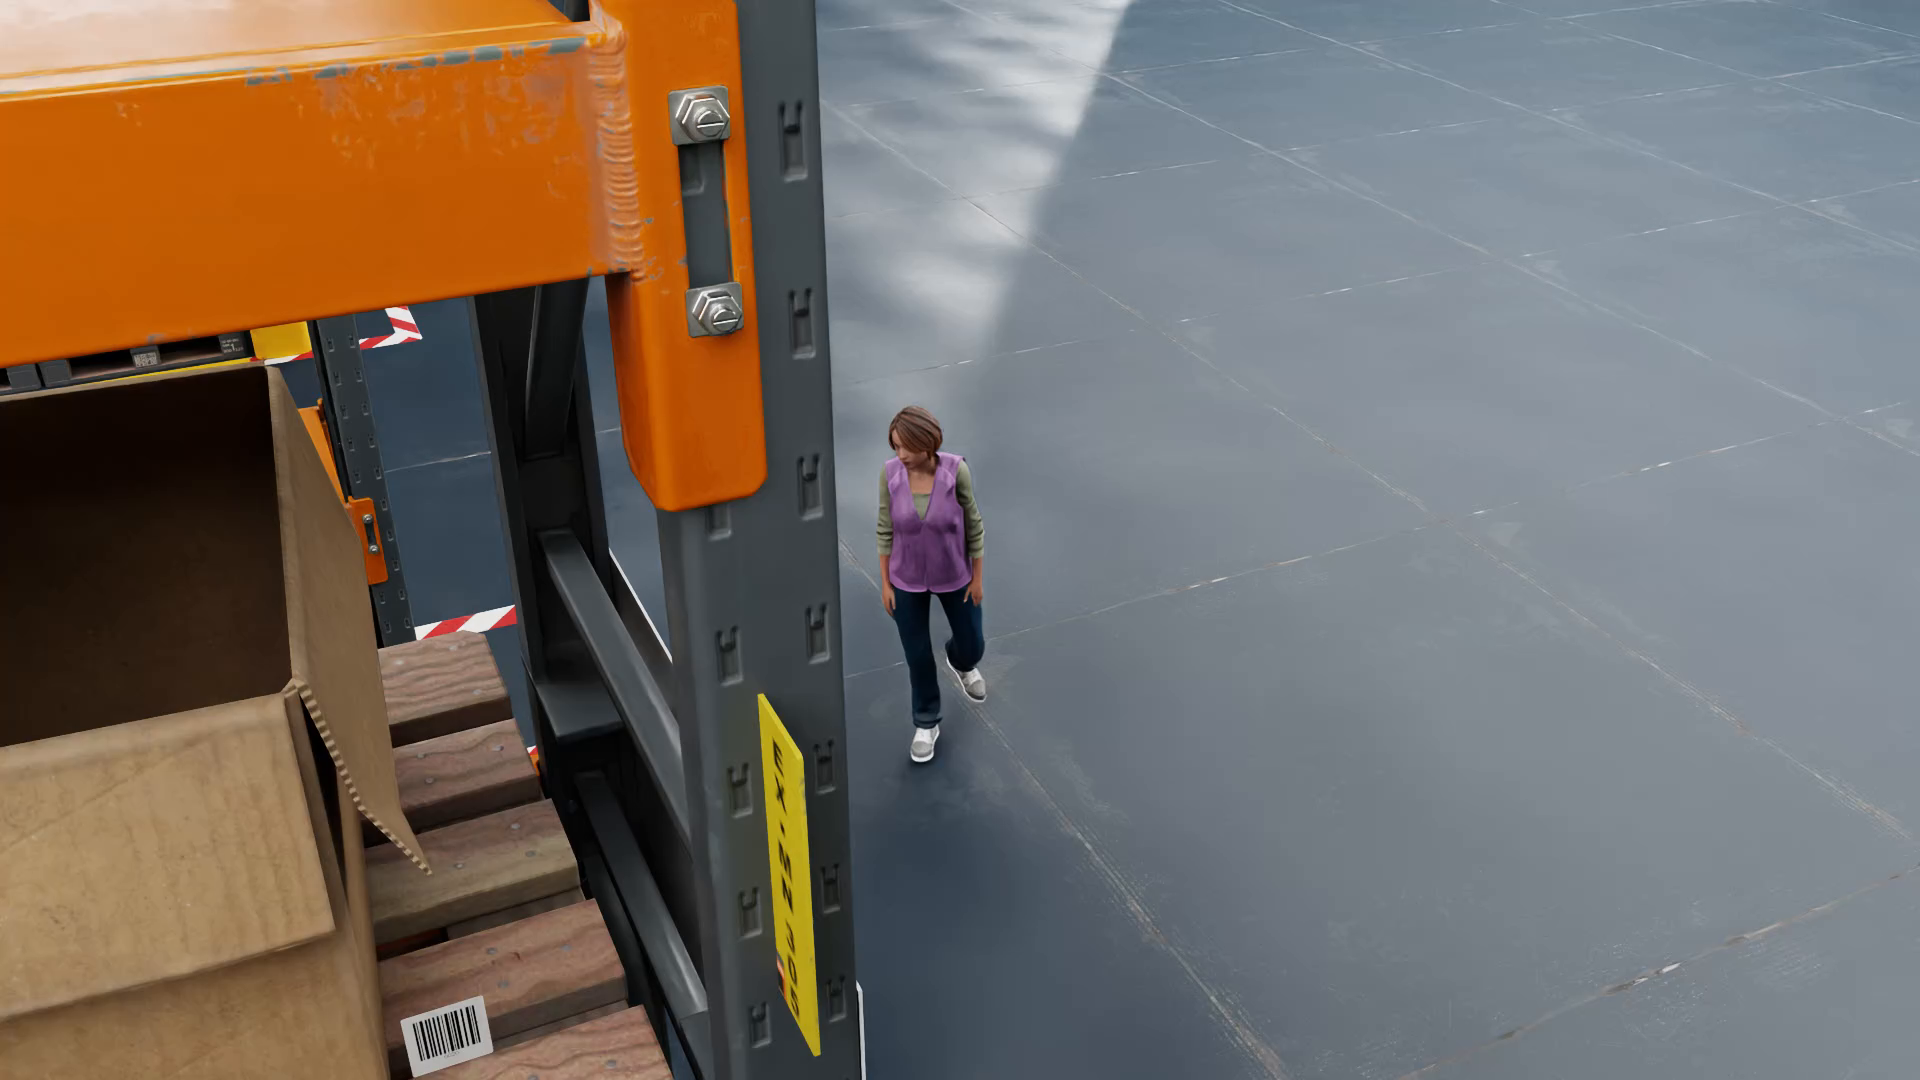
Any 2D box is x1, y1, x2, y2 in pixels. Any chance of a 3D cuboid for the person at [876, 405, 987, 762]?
[{"bbox_3d":[-0.112,0.136,6.884,0.447,1.581,0.561,1,30,3],"label":"person"}]
